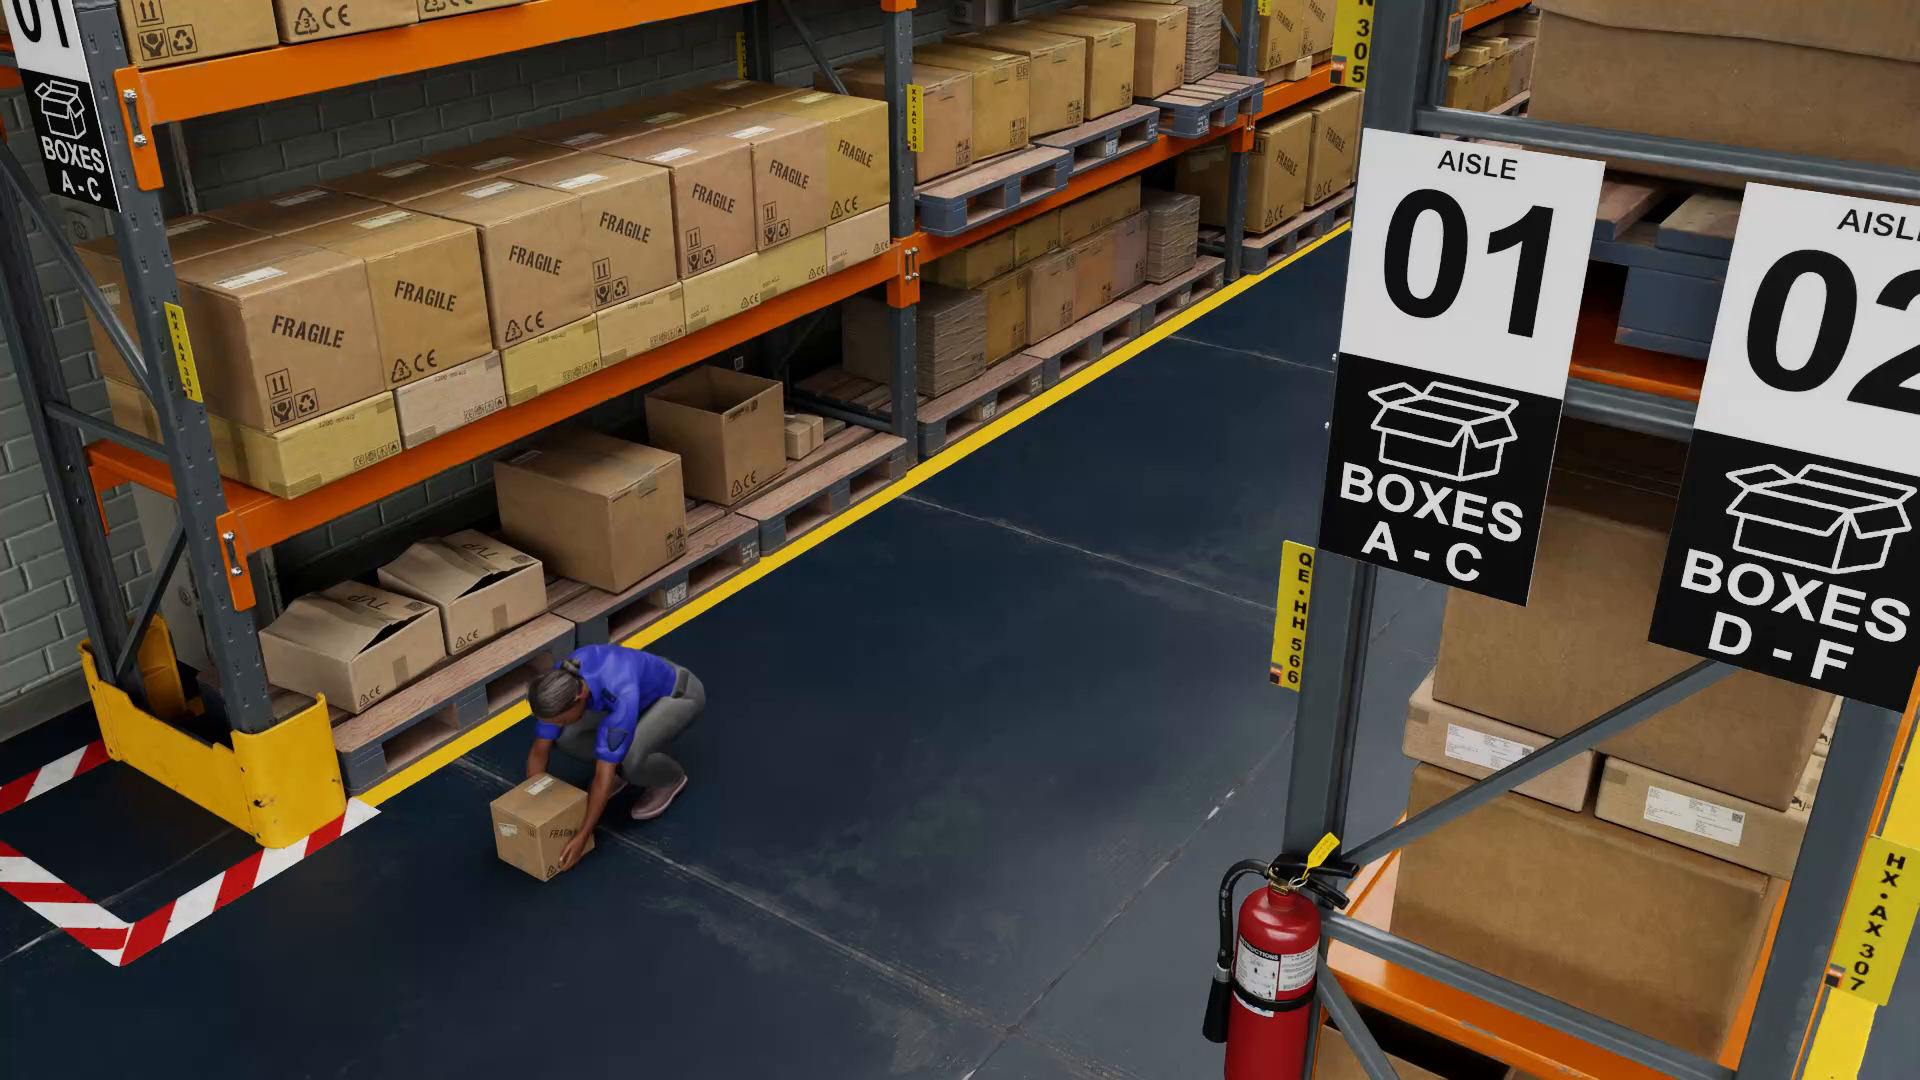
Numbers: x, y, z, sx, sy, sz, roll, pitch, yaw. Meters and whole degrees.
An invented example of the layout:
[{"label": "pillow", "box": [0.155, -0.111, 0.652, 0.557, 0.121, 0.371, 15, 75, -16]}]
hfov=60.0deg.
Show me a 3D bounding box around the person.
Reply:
[{"label": "person", "box": [-1.318, 0.698, 6.253, 0.462, 0.799, 0.848, 17, 32, 30]}]
